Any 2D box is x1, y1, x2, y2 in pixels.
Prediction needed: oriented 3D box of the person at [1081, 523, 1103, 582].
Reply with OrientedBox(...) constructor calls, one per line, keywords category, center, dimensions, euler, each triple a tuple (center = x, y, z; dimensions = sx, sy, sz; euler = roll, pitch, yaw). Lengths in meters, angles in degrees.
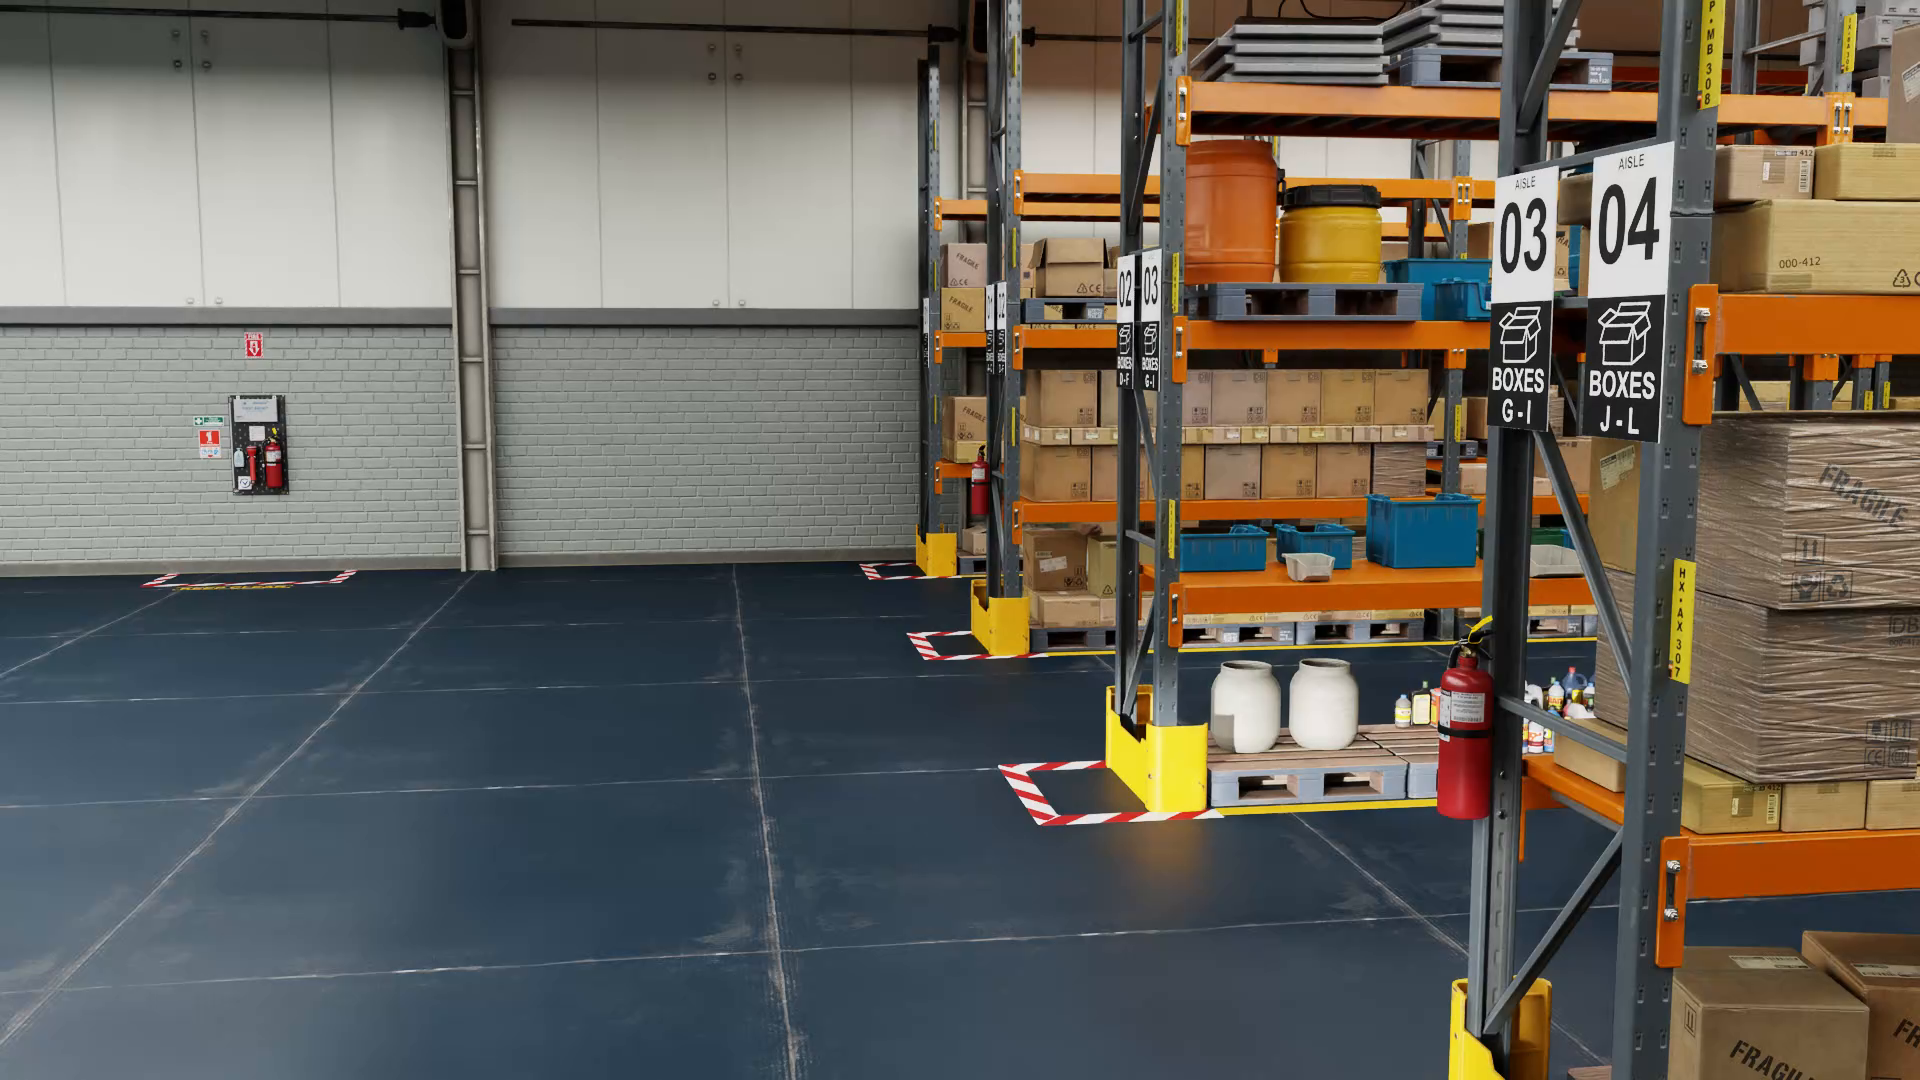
OrientedBox(category="person", center=(1.097, 0.295, 16.556), dimensions=(0.821, 0.897, 0.423), euler=(-1, 7, -10))
